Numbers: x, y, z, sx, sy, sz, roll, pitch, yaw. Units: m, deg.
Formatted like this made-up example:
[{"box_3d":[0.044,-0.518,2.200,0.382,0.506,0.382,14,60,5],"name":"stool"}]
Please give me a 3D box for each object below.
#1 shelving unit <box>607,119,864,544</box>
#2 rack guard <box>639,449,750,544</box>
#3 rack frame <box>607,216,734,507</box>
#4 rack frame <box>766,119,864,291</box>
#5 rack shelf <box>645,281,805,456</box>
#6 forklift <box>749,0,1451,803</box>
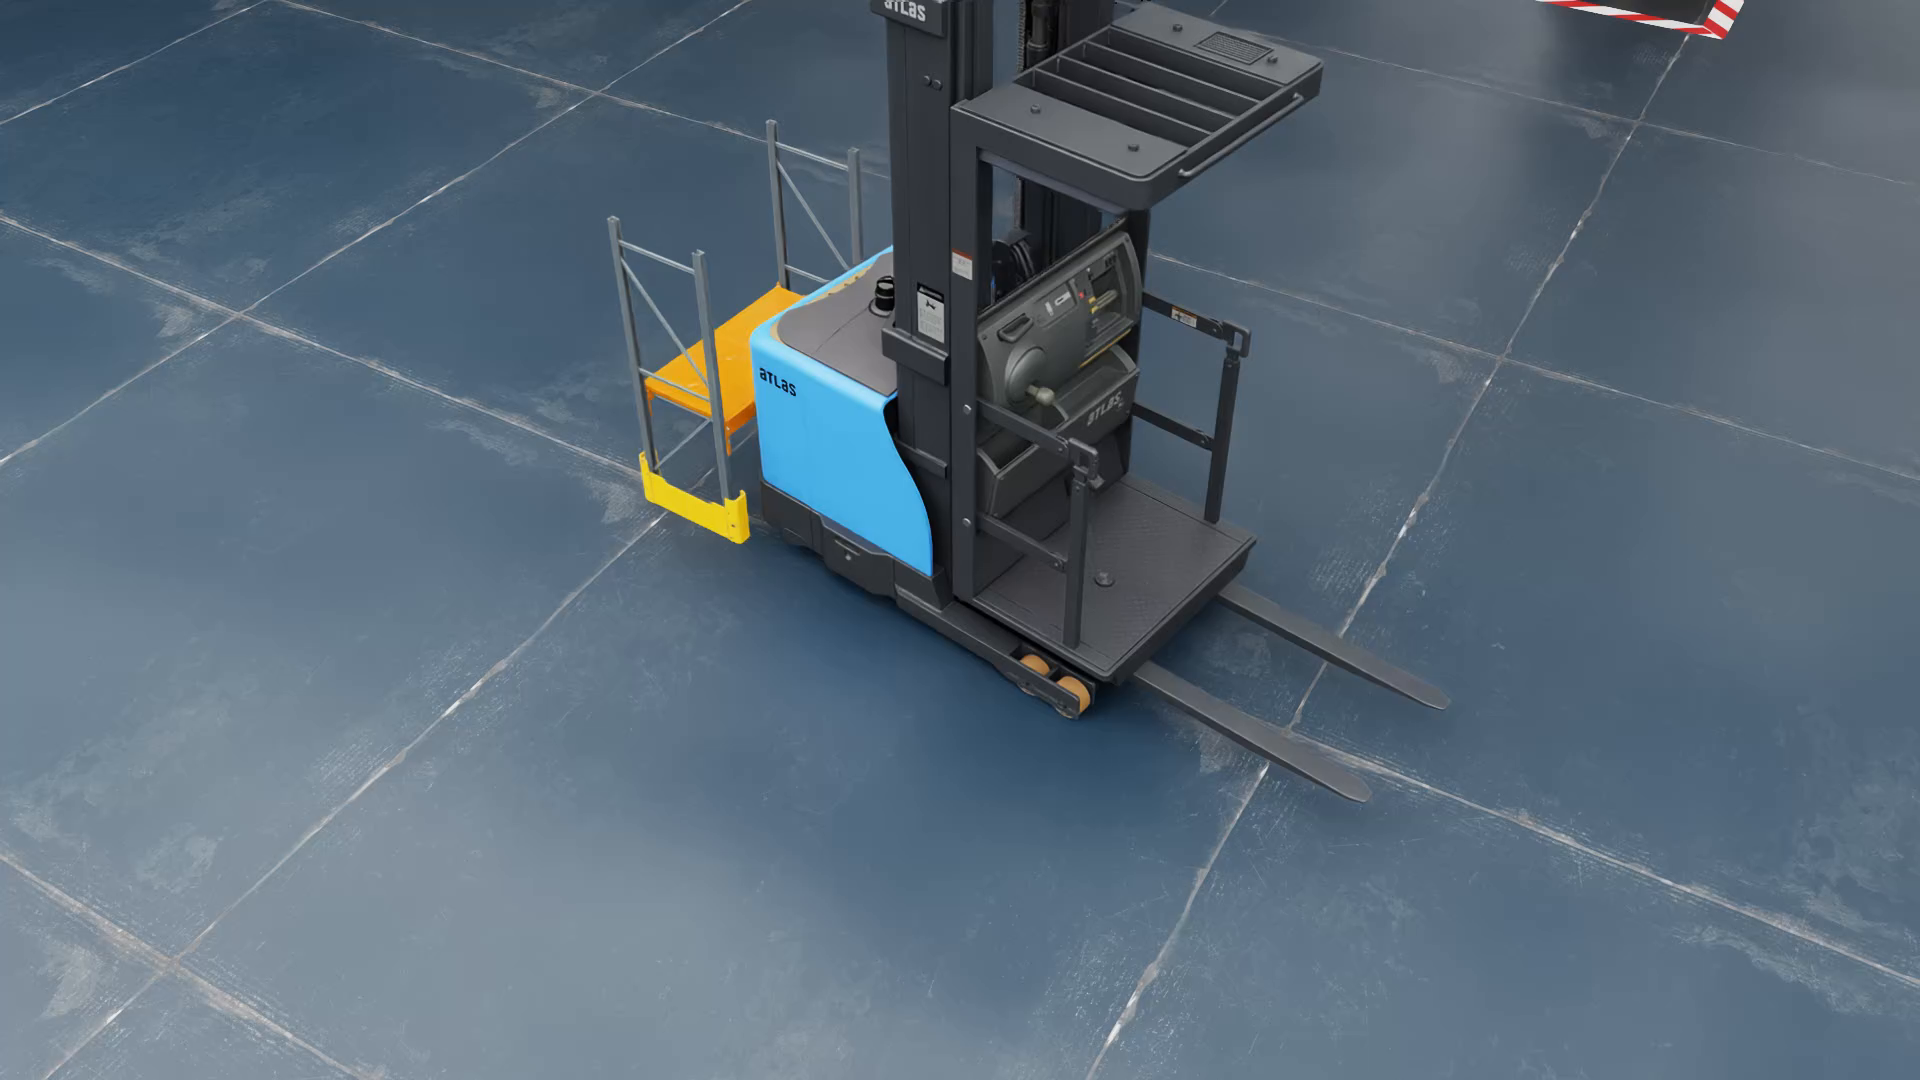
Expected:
[{"box_3d":[-0.934,-0.944,7.503,0.587,1.500,1.083,24,47,25],"name":"shelving unit"},{"box_3d":[-1.215,-0.204,7.608,0.587,0.250,0.087,24,47,25],"name":"rack guard"},{"box_3d":[-1.226,-0.662,7.183,0.500,1.500,0.032,24,47,25],"name":"rack frame"},{"box_3d":[-0.652,-1.217,7.812,0.500,1.500,0.032,24,47,25],"name":"rack frame"},{"box_3d":[-0.939,-0.804,7.616,0.538,0.185,1.000,24,47,25],"name":"rack shelf"},{"box_3d":[0.553,-0.778,6.231,3.031,2.935,1.130,29,49,29],"name":"forklift"}]
